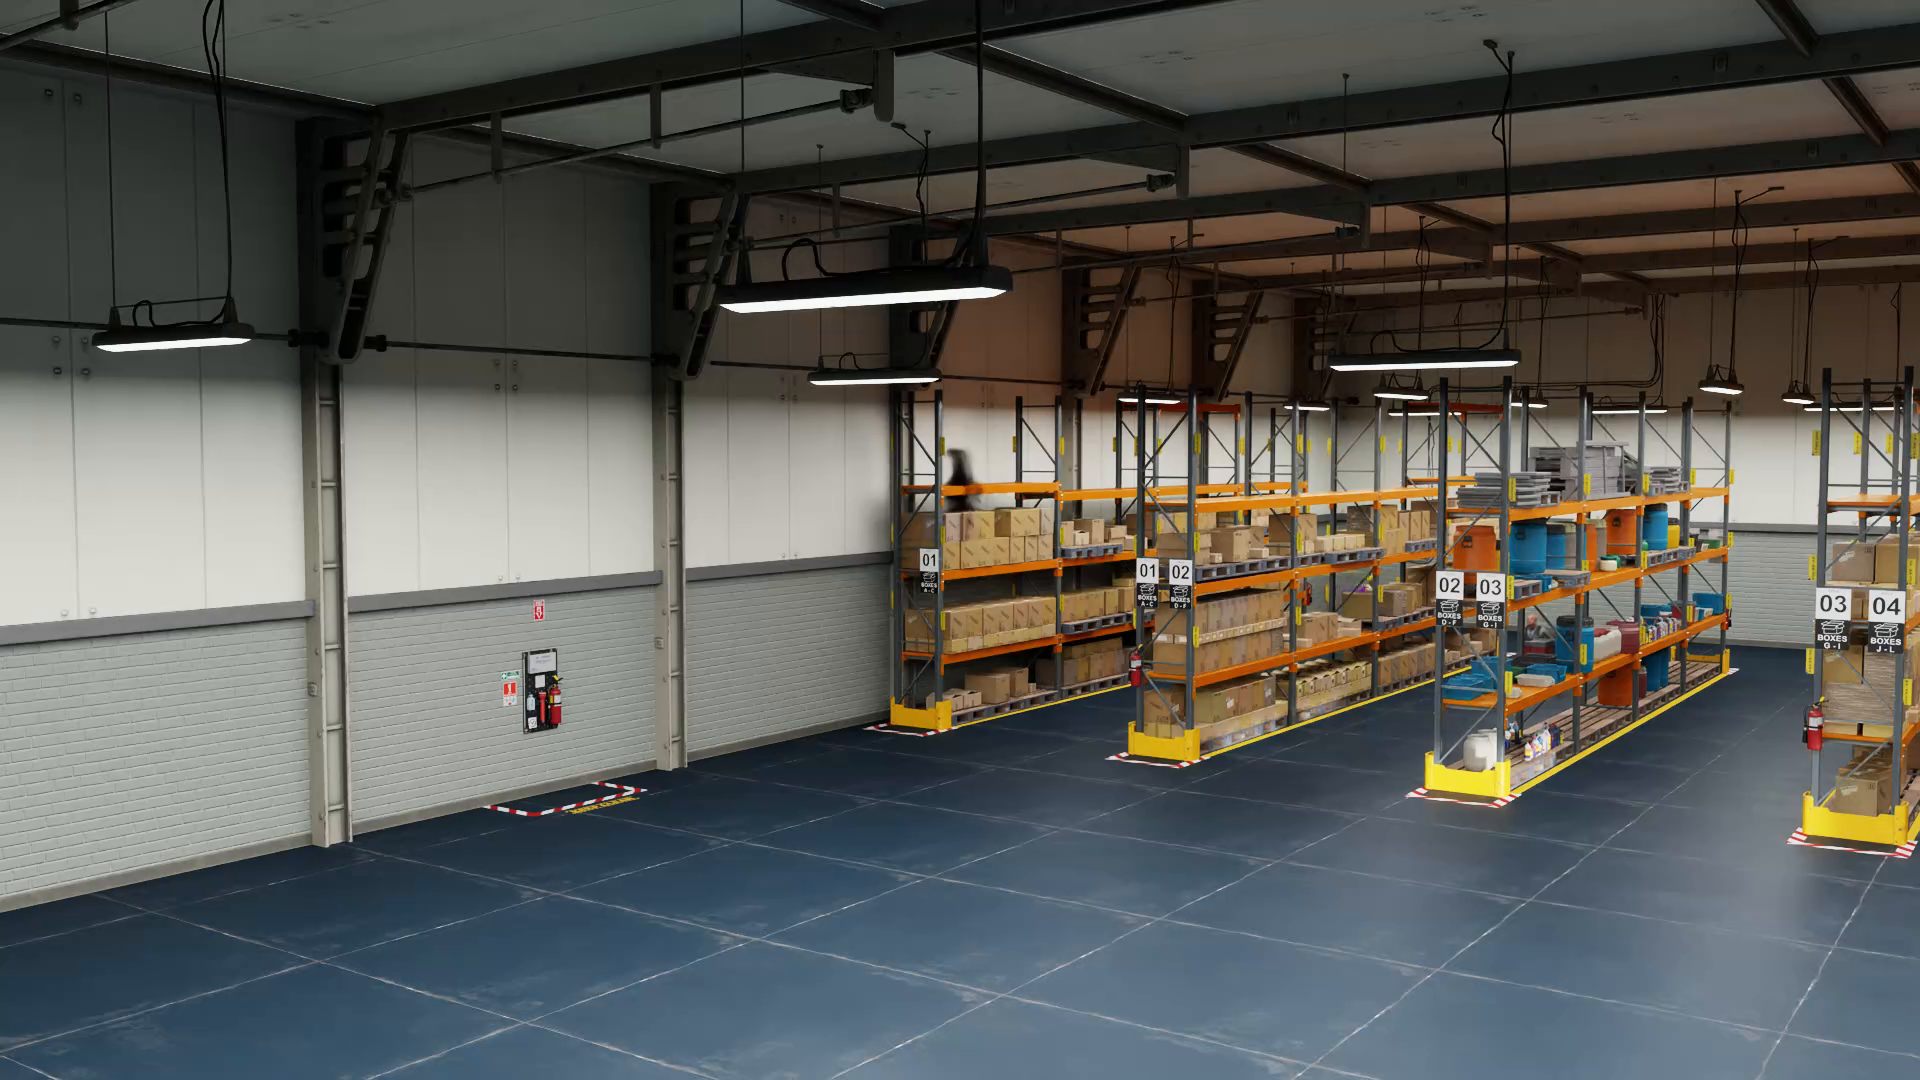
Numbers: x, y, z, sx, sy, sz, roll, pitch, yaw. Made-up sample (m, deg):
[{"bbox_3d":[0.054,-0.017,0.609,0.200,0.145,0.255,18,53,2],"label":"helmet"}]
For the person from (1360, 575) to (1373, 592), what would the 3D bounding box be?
[{"bbox_3d":[10.485,1.757,42.620,0.567,1.718,0.755,3,4,39],"label":"person"}]

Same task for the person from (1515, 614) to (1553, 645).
[{"bbox_3d":[11.163,2.324,32.422,0.632,1.772,0.831,3,4,41],"label":"person"}]
